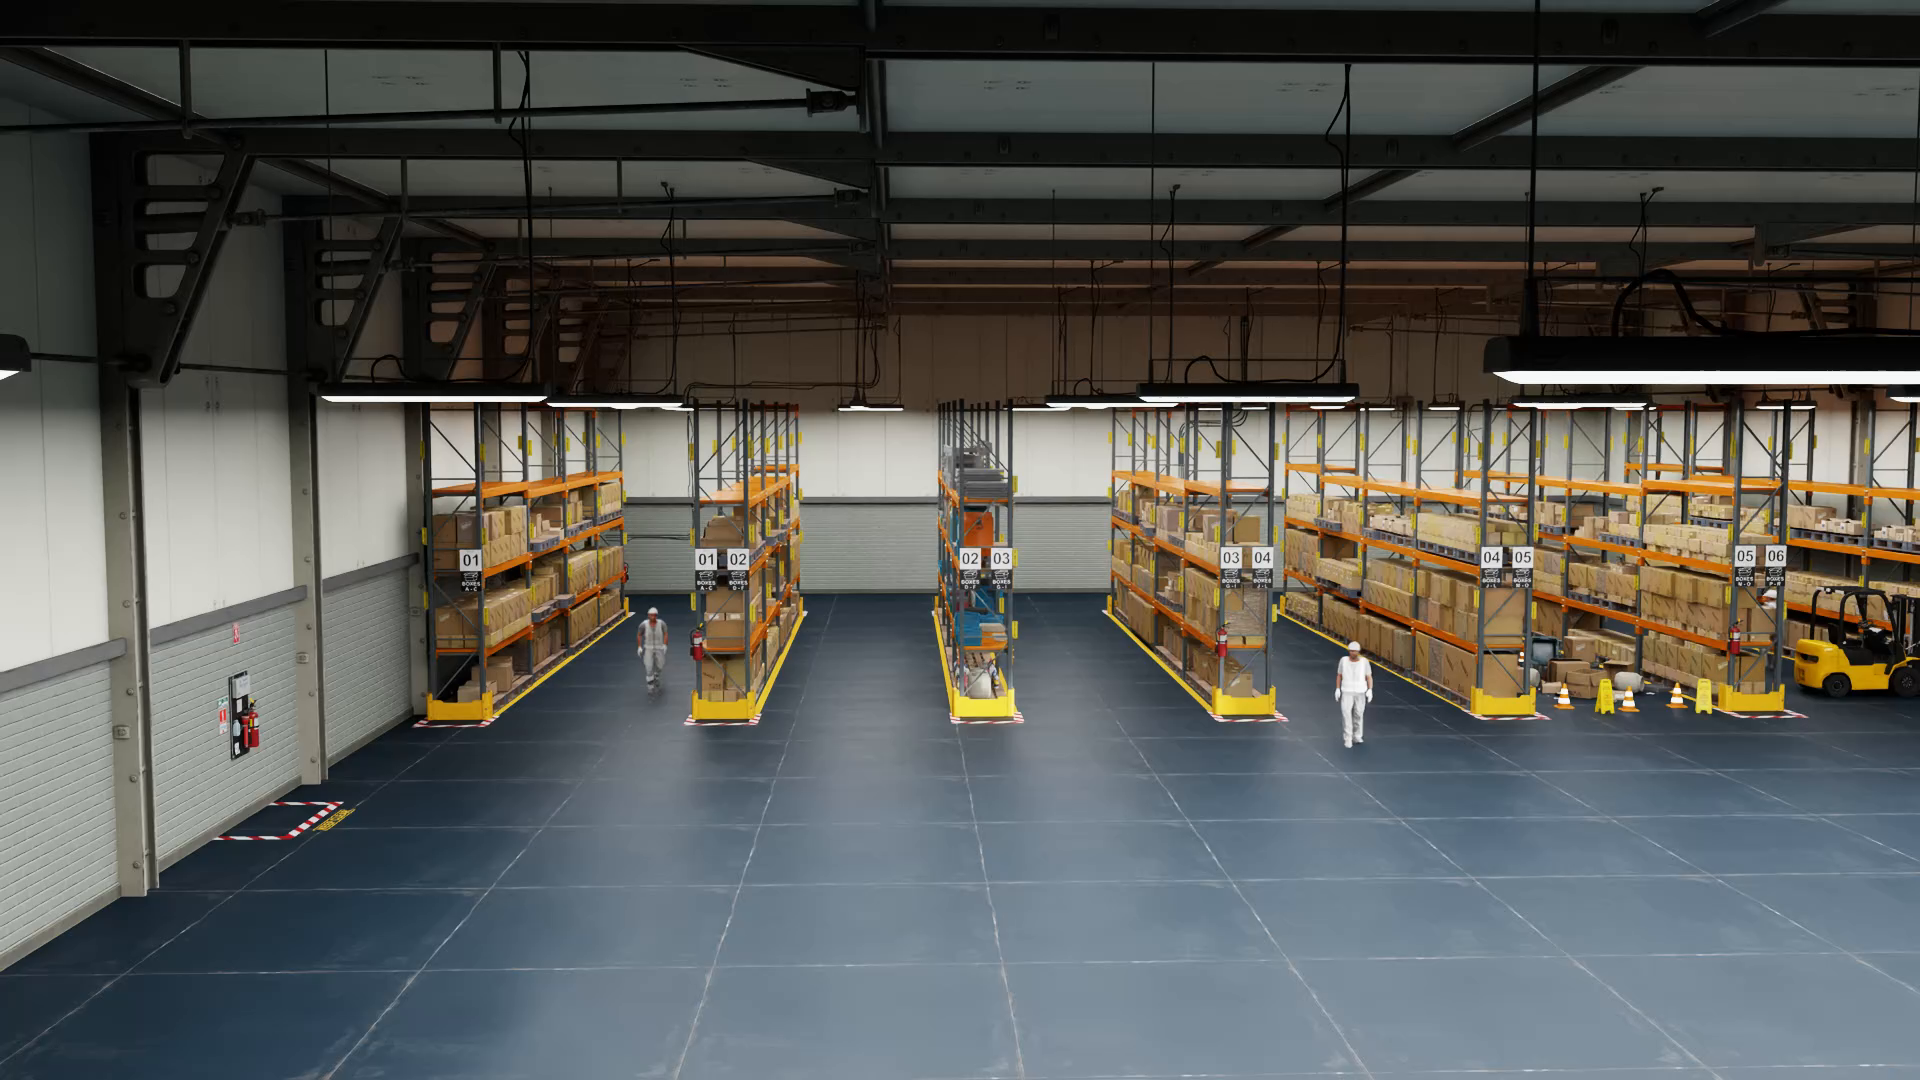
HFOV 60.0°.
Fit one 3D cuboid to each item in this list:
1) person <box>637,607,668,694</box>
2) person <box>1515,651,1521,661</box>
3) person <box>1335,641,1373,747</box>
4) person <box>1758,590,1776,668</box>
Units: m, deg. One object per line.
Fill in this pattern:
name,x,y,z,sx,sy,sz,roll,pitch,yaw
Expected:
person,-6.343,2.248,34.269,0.622,1.763,0.703,-1,5,-17
person,12.757,2.021,38.359,0.448,1.683,0.612,-1,4,-11
person,6.813,2.663,28.767,0.628,1.822,0.585,1,5,16
person,18.207,2.034,37.266,0.516,1.813,0.624,-1,4,-13
